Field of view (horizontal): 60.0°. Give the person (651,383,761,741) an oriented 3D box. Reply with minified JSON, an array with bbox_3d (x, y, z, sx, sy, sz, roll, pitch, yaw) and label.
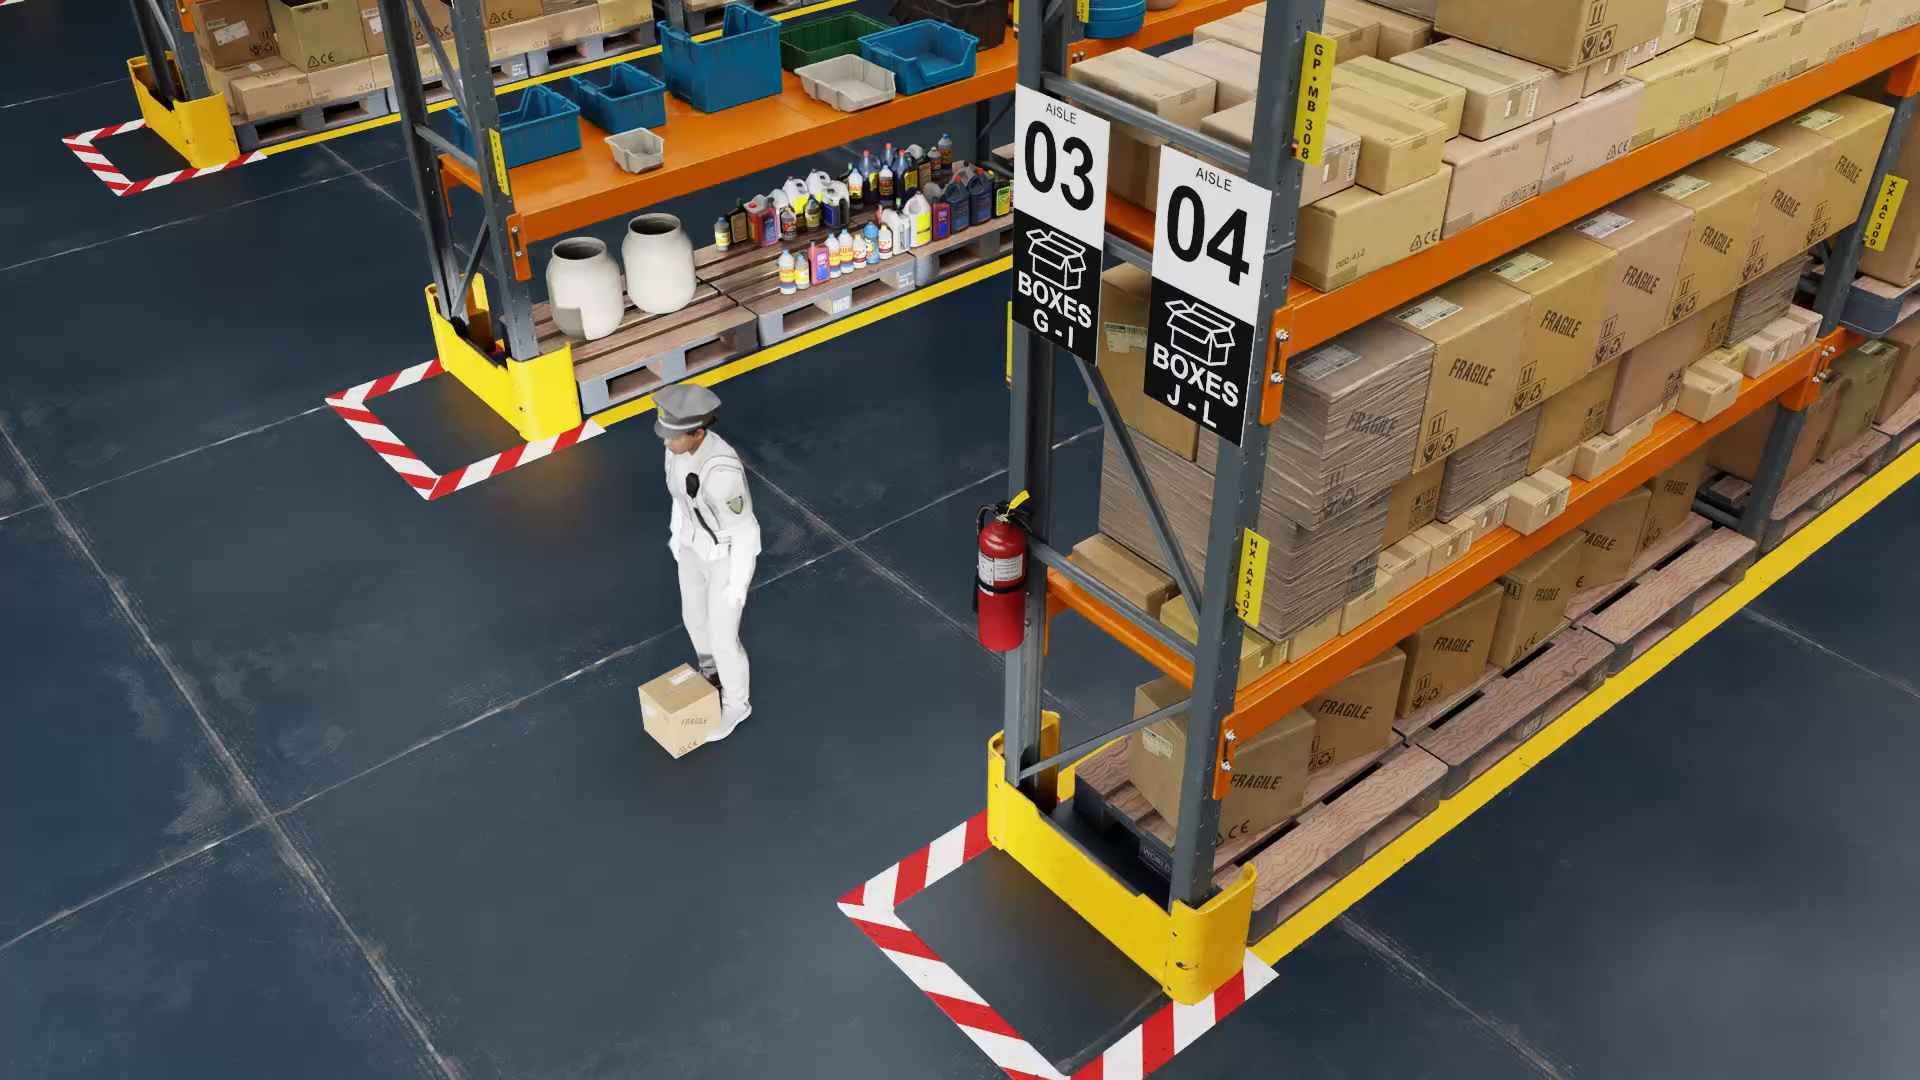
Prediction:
[{"bbox_3d":[-1.054,0.081,6.963,0.409,1.662,0.527,-26,44,-31],"label":"person"}]
